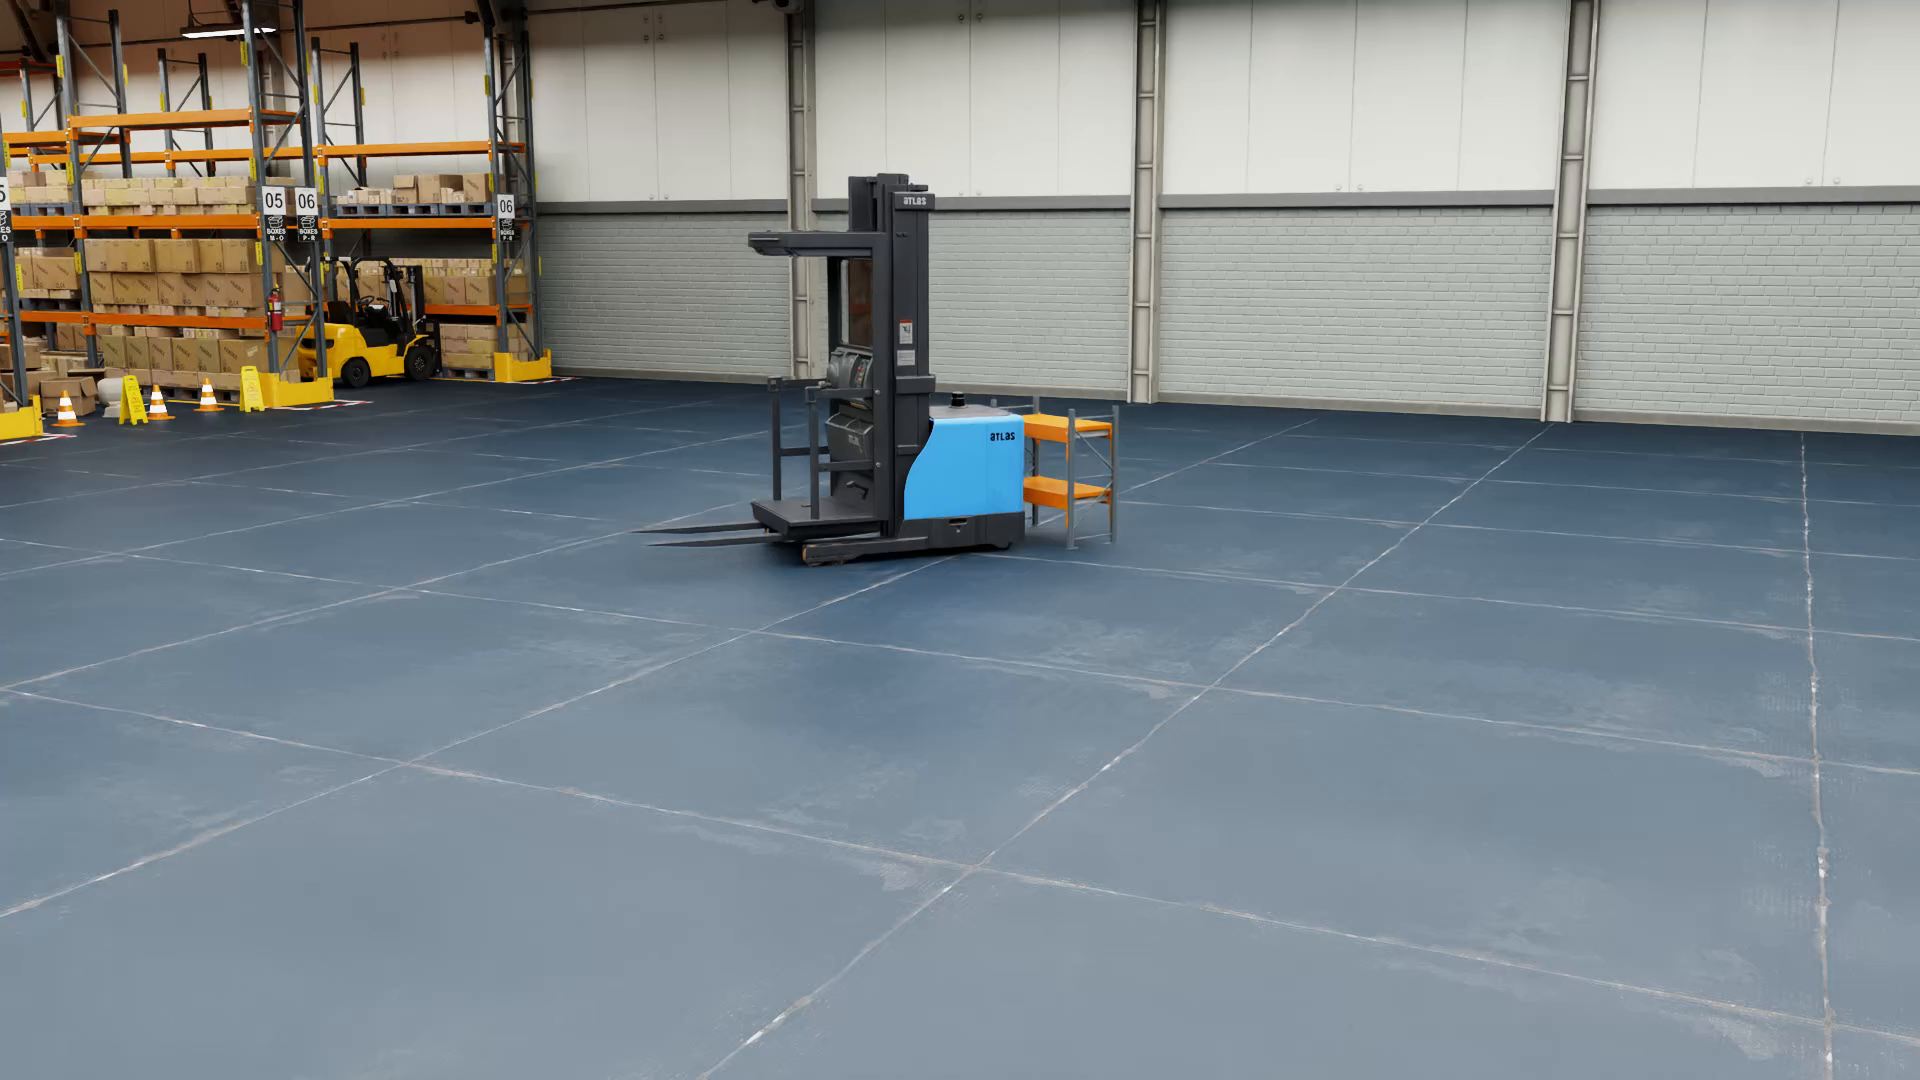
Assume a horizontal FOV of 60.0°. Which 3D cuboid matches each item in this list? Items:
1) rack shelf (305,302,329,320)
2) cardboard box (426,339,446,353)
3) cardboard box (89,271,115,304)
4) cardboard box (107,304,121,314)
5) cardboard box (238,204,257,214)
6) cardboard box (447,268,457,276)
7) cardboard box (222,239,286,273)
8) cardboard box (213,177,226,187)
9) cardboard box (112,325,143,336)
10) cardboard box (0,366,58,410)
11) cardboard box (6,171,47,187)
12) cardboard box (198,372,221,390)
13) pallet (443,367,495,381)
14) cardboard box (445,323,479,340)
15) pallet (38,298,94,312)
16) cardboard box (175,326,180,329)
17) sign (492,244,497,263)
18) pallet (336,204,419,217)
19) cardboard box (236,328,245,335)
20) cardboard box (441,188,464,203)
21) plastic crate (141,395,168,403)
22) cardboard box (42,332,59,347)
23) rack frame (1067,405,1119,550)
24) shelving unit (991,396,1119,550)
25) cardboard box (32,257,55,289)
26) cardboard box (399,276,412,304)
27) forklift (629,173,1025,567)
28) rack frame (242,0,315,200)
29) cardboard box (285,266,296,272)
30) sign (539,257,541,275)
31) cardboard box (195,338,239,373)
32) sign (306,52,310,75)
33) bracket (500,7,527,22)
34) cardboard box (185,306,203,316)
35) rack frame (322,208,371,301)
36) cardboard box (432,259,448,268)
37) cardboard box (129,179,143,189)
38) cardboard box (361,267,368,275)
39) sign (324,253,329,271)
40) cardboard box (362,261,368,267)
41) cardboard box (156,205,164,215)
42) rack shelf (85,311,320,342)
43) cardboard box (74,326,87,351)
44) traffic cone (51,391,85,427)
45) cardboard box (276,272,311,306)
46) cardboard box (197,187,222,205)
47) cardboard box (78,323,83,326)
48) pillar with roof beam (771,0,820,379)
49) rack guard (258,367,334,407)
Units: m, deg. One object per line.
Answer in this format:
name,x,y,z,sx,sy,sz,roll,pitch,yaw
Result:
rack shelf,-13.132,-4.445,31.889,4.000,0.370,1.077,5,11,26
cardboard box,-9.244,-3.493,29.745,0.500,0.250,0.500,5,11,25
cardboard box,-13.260,-3.965,26.099,0.500,0.500,0.500,5,11,26
cardboard box,-13.141,-3.637,26.110,0.250,0.149,0.380,5,12,27
cardboard box,-10.388,-4.869,24.494,0.250,0.149,0.380,5,11,26
cardboard box,-8.852,-4.744,29.419,0.250,0.149,0.380,5,11,25
cardboard box,-10.499,-4.226,24.736,0.500,0.500,0.700,5,11,24
cardboard box,-10.830,-5.301,24.642,0.250,0.149,0.380,5,11,25
cardboard box,-13.036,-3.281,26.052,0.250,0.149,0.380,5,11,27
cardboard box,-13.482,-2.178,23.971,0.503,0.637,0.797,5,11,26
cardboard box,-15.033,-5.806,26.801,0.500,0.250,0.500,5,12,27
cardboard box,-11.249,-2.450,25.385,0.500,0.250,0.500,5,11,26
pallet,-8.456,-3.008,29.756,1.213,0.211,1.003,5,11,26
cardboard box,-8.763,-3.698,29.473,0.500,0.250,0.500,5,12,27
pallet,-14.153,-3.838,27.050,1.213,0.211,1.003,5,11,26
cardboard box,-15.481,-4.251,32.814,0.250,0.149,0.380,4,11,23
sign,-8.004,-4.927,28.615,0.005,0.325,0.100,5,11,26
pallet,-10.562,-6.011,30.346,1.213,0.211,1.003,5,11,26
cardboard box,-13.783,-3.893,32.308,0.625,0.625,0.875,5,12,28
cardboard box,-8.856,-6.029,29.114,0.258,0.266,0.396,5,11,26
plastic crate,-12.486,-2.157,25.425,0.583,0.080,0.402,1,10,6
cardboard box,-19.001,-4.245,35.135,0.500,0.311,0.500,5,12,28
rack frame,1.067,-0.503,13.350,0.500,1.125,0.032,-7,13,-36
shelving unit,0.767,-0.576,13.754,0.538,1.125,1.048,-7,13,-36
cardboard box,-14.493,-4.289,26.712,0.500,0.500,0.500,5,11,26
cardboard box,-9.686,-4.493,29.852,0.500,0.500,0.500,5,11,26
forklift,-1.045,-1.347,12.942,3.031,2.935,1.130,-4,11,-23
rack frame,-9.944,-6.485,24.296,0.127,3.000,1.000,5,11,26
cardboard box,-12.473,-5.046,31.087,0.250,0.149,0.380,5,11,24
sign,-7.501,-4.879,29.615,0.005,0.325,0.100,5,11,26
cardboard box,-11.248,-2.818,25.314,0.500,0.500,0.500,6,12,28
sign,-9.704,-7.071,24.685,0.005,0.325,0.100,5,11,26
bracket,-7.762,-9.159,28.962,0.430,0.232,0.235,5,11,26
cardboard box,-11.552,-3.495,25.322,0.250,0.149,0.380,5,11,25
rack frame,-11.339,-4.642,30.954,0.127,3.000,1.000,5,11,26
cardboard box,-9.121,-4.901,29.448,0.250,0.149,0.380,5,12,27
cardboard box,-12.446,-5.442,25.419,0.250,0.149,0.380,5,11,24
cardboard box,-10.690,-4.907,30.316,0.250,0.149,0.380,5,11,26
sign,-11.570,-5.085,30.375,0.005,0.325,0.100,5,11,26
cardboard box,-10.677,-5.059,30.323,0.250,0.149,0.380,5,11,25
cardboard box,-11.976,-5.015,25.302,0.250,0.149,0.380,5,11,26
rack shelf,-11.738,-3.337,25.765,4.000,0.370,1.077,5,11,26
cardboard box,-17.697,-4.134,33.990,0.500,0.500,0.500,5,11,25
traffic cone,-11.892,-1.755,22.128,0.334,0.463,0.336,5,11,26
cardboard box,-10.246,-3.811,25.246,0.500,0.500,0.500,5,11,25
cardboard box,-10.967,-5.121,24.767,0.500,0.250,0.500,5,11,25
cardboard box,-17.791,-4.469,34.019,0.250,0.149,0.380,4,11,23
pillar with roof beam,-4.501,-6.317,23.365,0.548,9.000,9.100,5,11,26
rack guard,-10.013,-2.309,25.086,0.348,0.500,1.175,5,11,26
